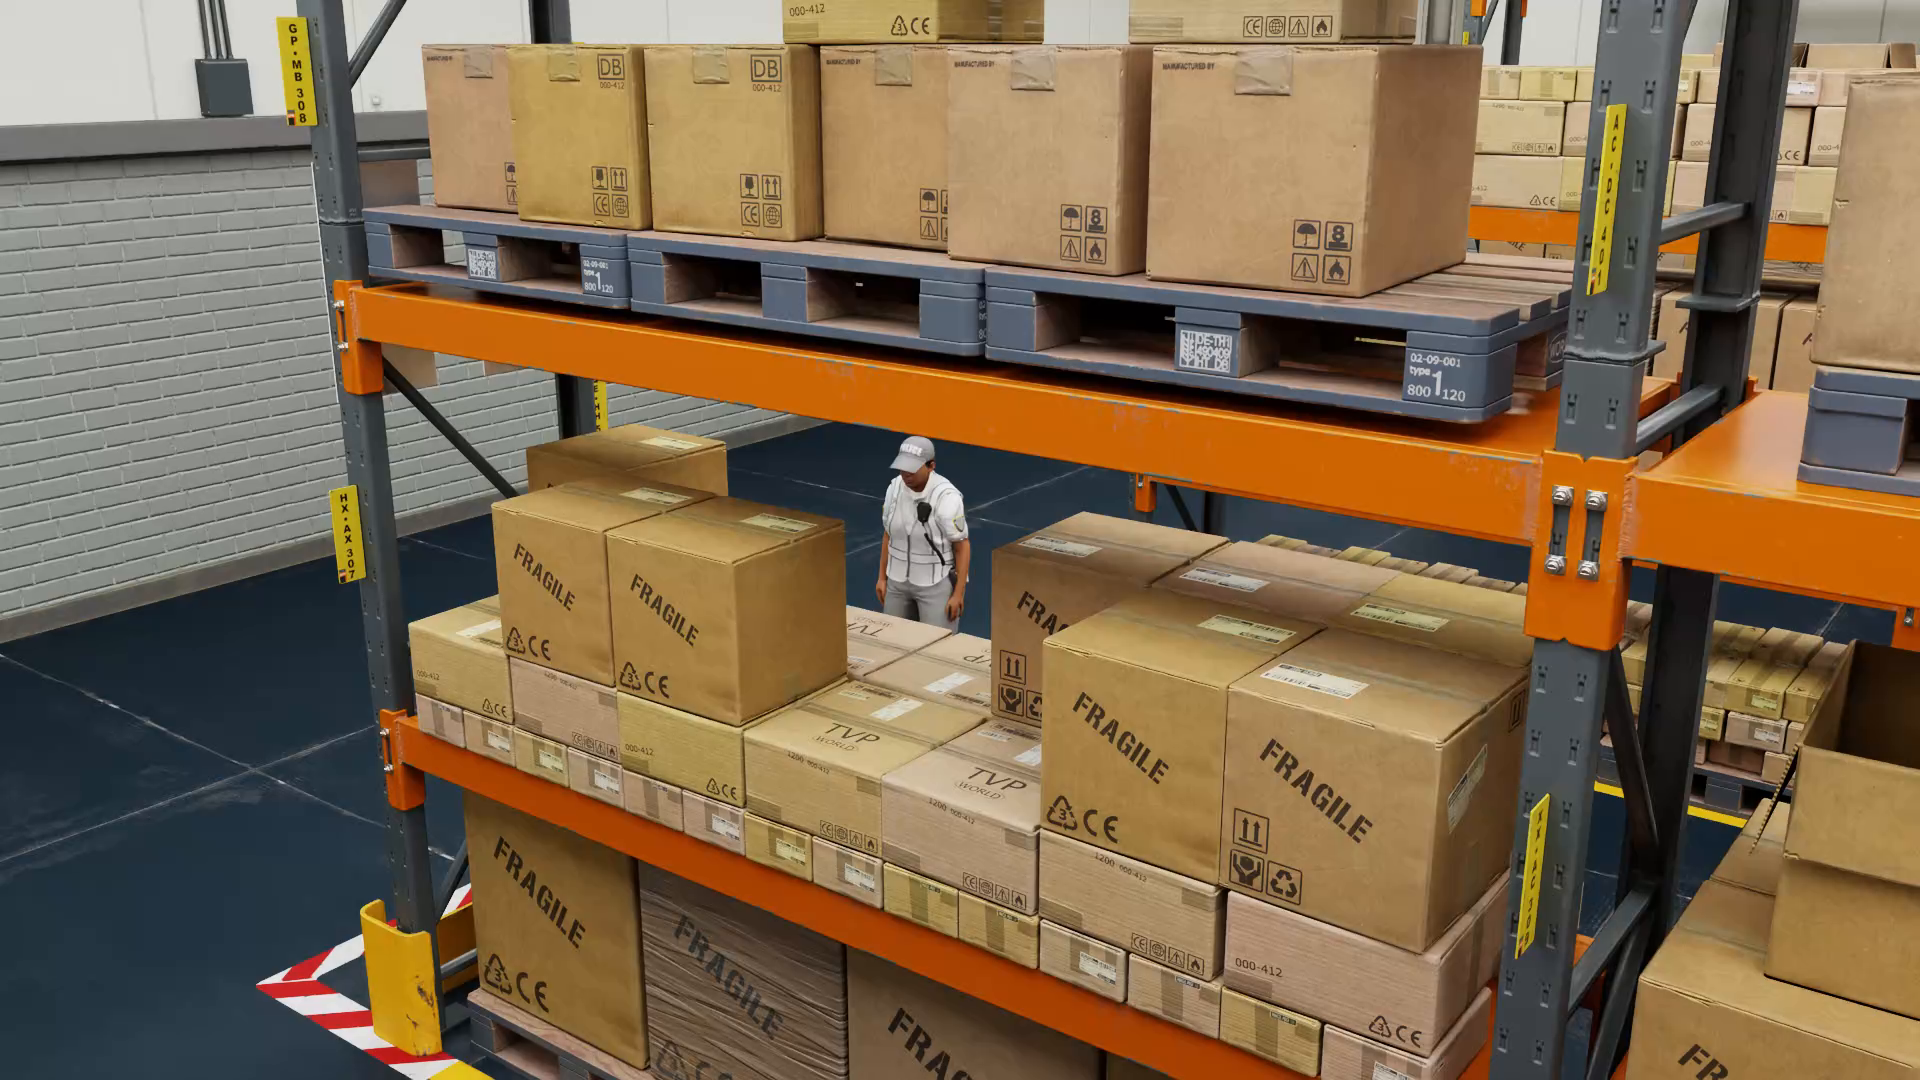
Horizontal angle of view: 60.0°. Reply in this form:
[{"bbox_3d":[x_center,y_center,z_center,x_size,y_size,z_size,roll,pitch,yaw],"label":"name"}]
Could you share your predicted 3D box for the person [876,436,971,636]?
[{"bbox_3d":[-0.220,0.253,8.683,0.563,1.666,0.468,11,20,32],"label":"person"}]
